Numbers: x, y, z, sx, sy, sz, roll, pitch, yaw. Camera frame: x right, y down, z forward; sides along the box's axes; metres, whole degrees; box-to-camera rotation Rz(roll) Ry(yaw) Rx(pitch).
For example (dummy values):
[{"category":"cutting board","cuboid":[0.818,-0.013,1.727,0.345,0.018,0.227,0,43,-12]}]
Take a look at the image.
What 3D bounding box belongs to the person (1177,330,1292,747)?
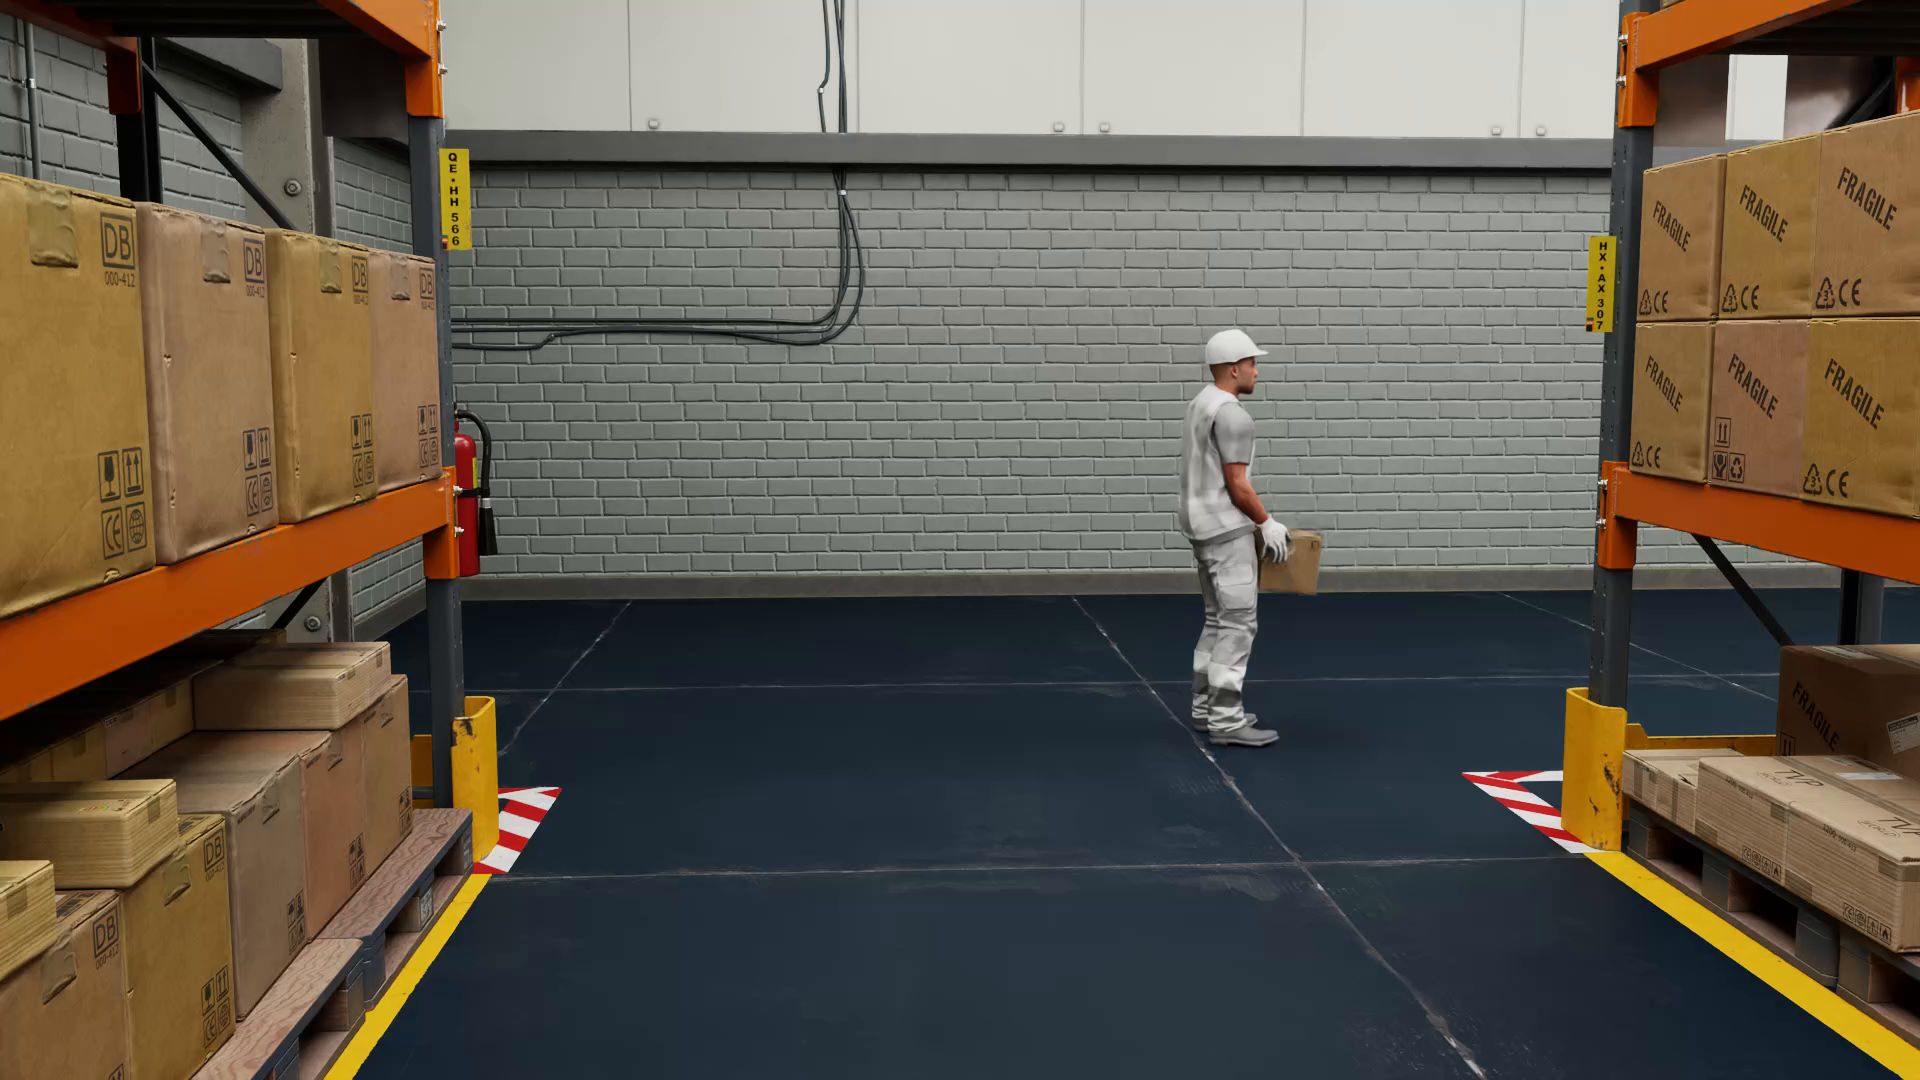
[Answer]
[{"category":"person","cuboid":[1.190,-0.019,7.293,0.449,1.791,0.537,-1,7,-5]}]
